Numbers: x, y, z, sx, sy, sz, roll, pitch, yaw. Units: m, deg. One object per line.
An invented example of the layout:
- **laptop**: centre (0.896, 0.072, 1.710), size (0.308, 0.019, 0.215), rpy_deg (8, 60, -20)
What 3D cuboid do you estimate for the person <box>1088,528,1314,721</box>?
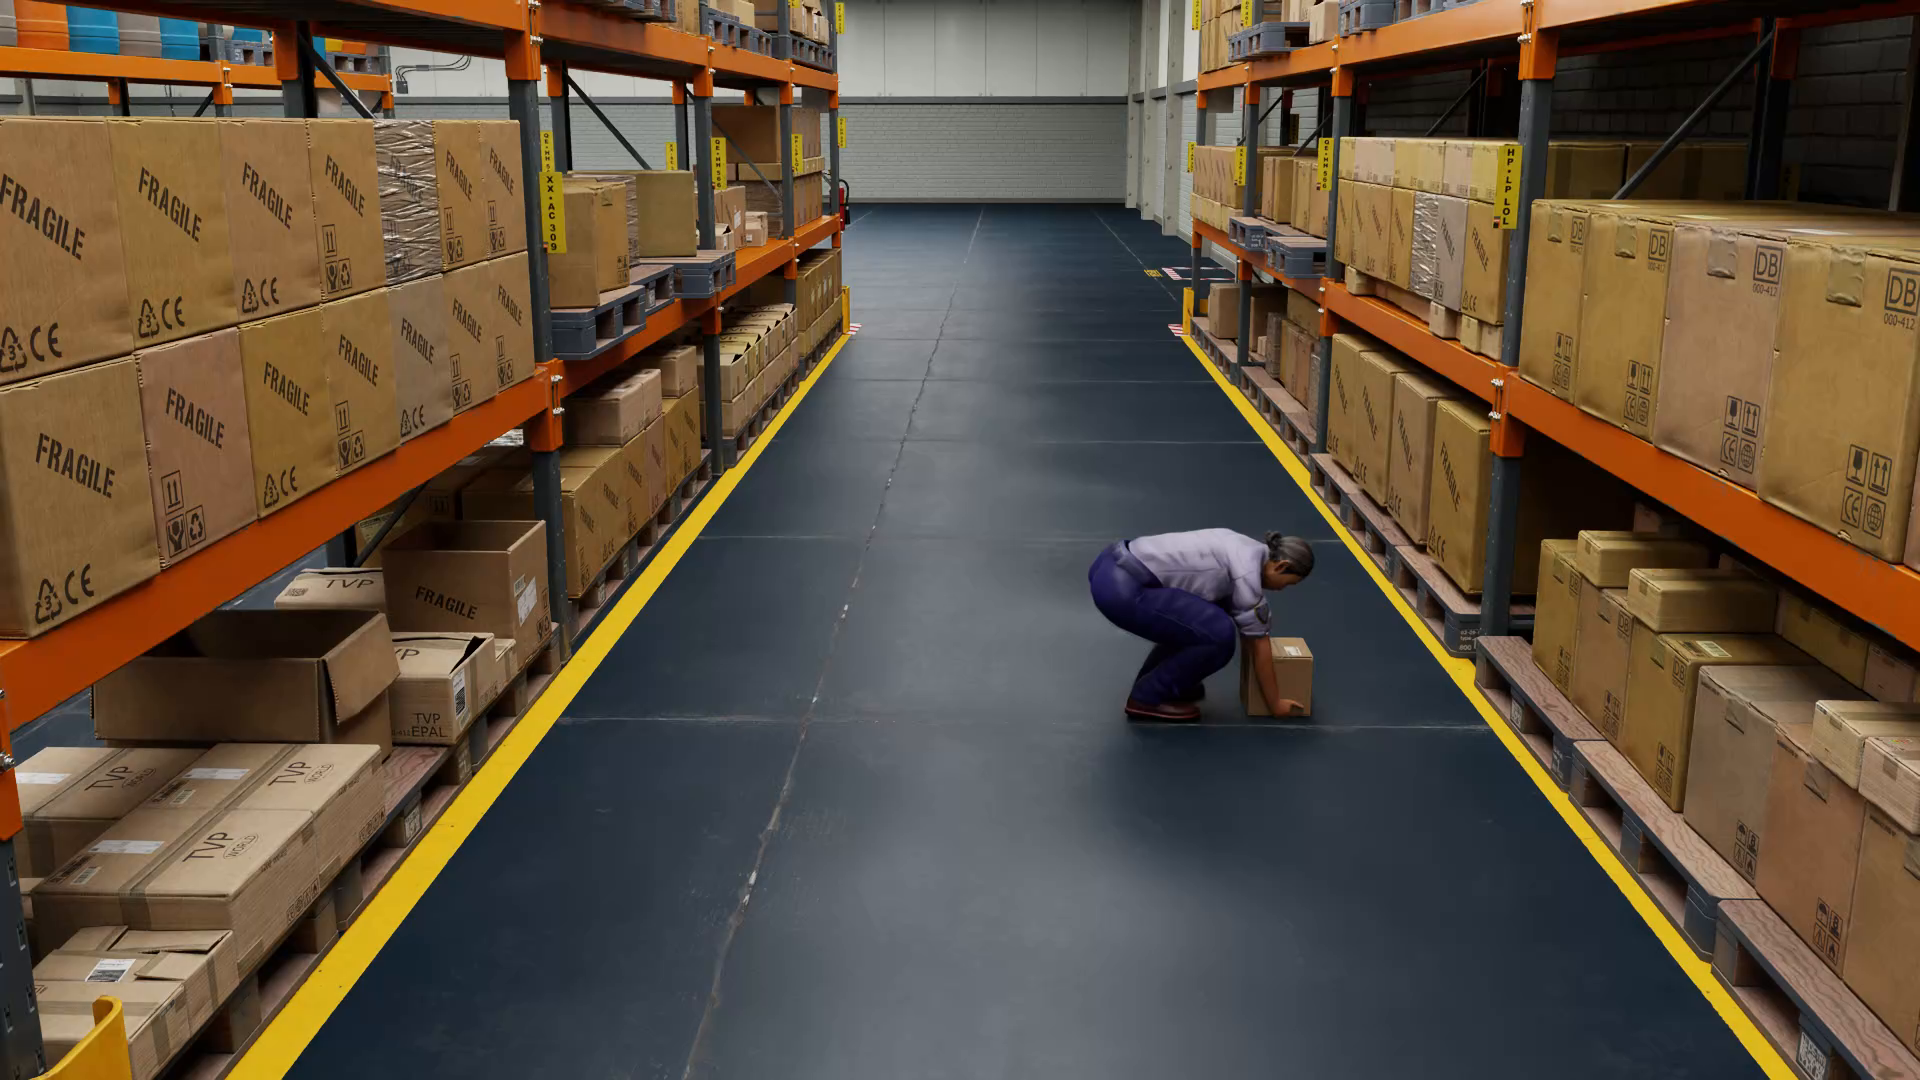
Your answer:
- **person**: centre (0.960, 0.329, 6.652), size (0.899, 0.741, 0.498), rpy_deg (0, 14, 0)
